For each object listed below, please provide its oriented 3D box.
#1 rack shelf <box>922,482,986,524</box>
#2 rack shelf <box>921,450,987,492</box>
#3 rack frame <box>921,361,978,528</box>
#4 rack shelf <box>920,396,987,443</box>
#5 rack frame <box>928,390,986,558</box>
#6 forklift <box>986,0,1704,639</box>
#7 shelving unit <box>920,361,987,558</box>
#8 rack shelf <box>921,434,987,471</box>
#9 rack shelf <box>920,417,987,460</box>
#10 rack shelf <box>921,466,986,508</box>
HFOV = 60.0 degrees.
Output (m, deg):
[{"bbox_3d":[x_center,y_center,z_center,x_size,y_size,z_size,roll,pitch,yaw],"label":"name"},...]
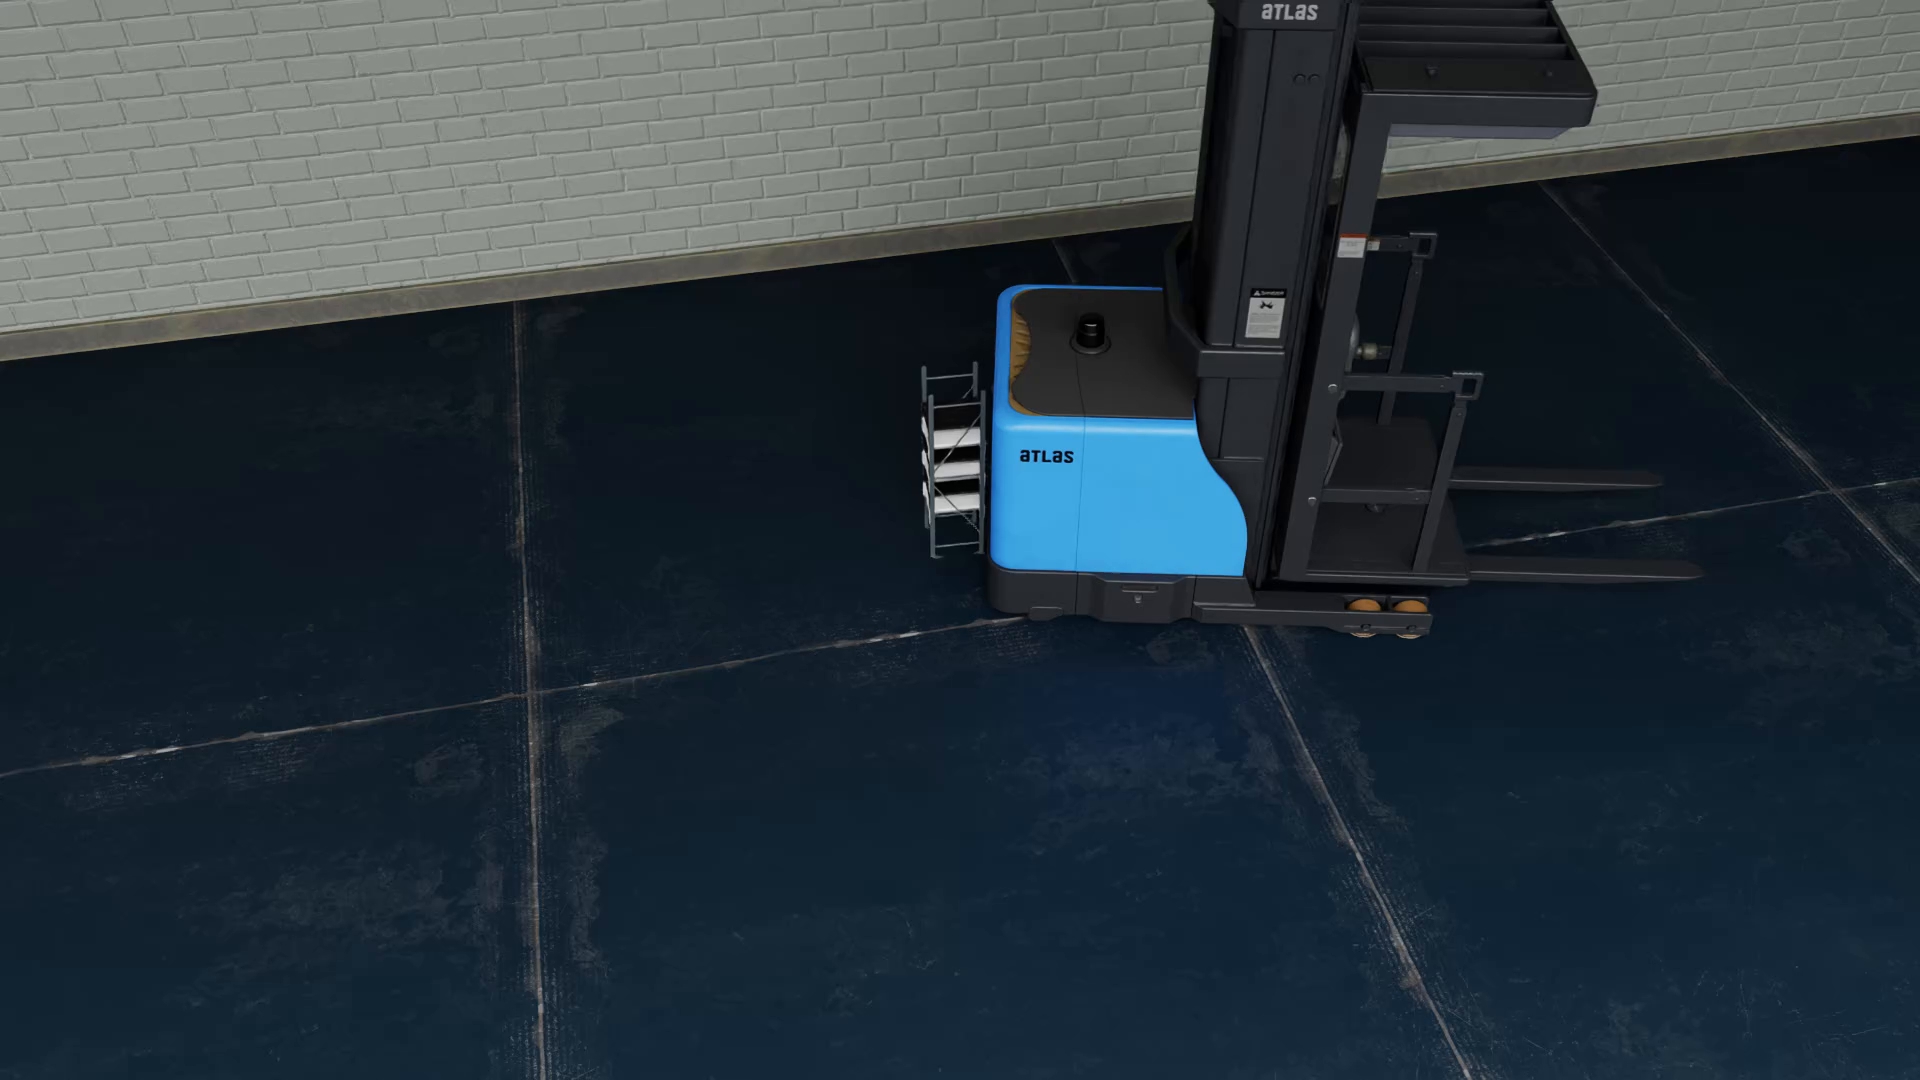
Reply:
[{"bbox_3d":[-0.028,-0.178,7.375,0.258,0.077,0.200,-6,42,-7],"label":"rack shelf"},{"bbox_3d":[-0.028,-0.312,7.256,0.258,0.077,0.200,-6,42,-7],"label":"rack shelf"},{"bbox_3d":[-0.043,-0.404,7.309,0.240,0.900,0.006,-6,42,-7],"label":"rack frame"},{"bbox_3d":[-0.028,-0.514,7.077,0.258,0.077,0.200,-6,42,-7],"label":"rack shelf"},{"bbox_3d":[-0.012,-0.271,7.159,0.240,0.900,0.006,-6,42,-7],"label":"rack frame"},{"bbox_3d":[1.645,-1.041,6.496,3.031,2.935,1.130,2,42,2],"label":"forklift"},{"bbox_3d":[-0.028,-0.337,7.234,0.258,0.900,0.210,-6,42,-7],"label":"shelving unit"},{"bbox_3d":[-0.028,-0.380,7.196,0.258,0.077,0.200,-6,42,-7],"label":"rack shelf"},{"bbox_3d":[-0.028,-0.447,7.137,0.258,0.077,0.200,-6,42,-7],"label":"rack shelf"},{"bbox_3d":[-0.028,-0.245,7.316,0.258,0.077,0.200,-6,42,-7],"label":"rack shelf"}]
